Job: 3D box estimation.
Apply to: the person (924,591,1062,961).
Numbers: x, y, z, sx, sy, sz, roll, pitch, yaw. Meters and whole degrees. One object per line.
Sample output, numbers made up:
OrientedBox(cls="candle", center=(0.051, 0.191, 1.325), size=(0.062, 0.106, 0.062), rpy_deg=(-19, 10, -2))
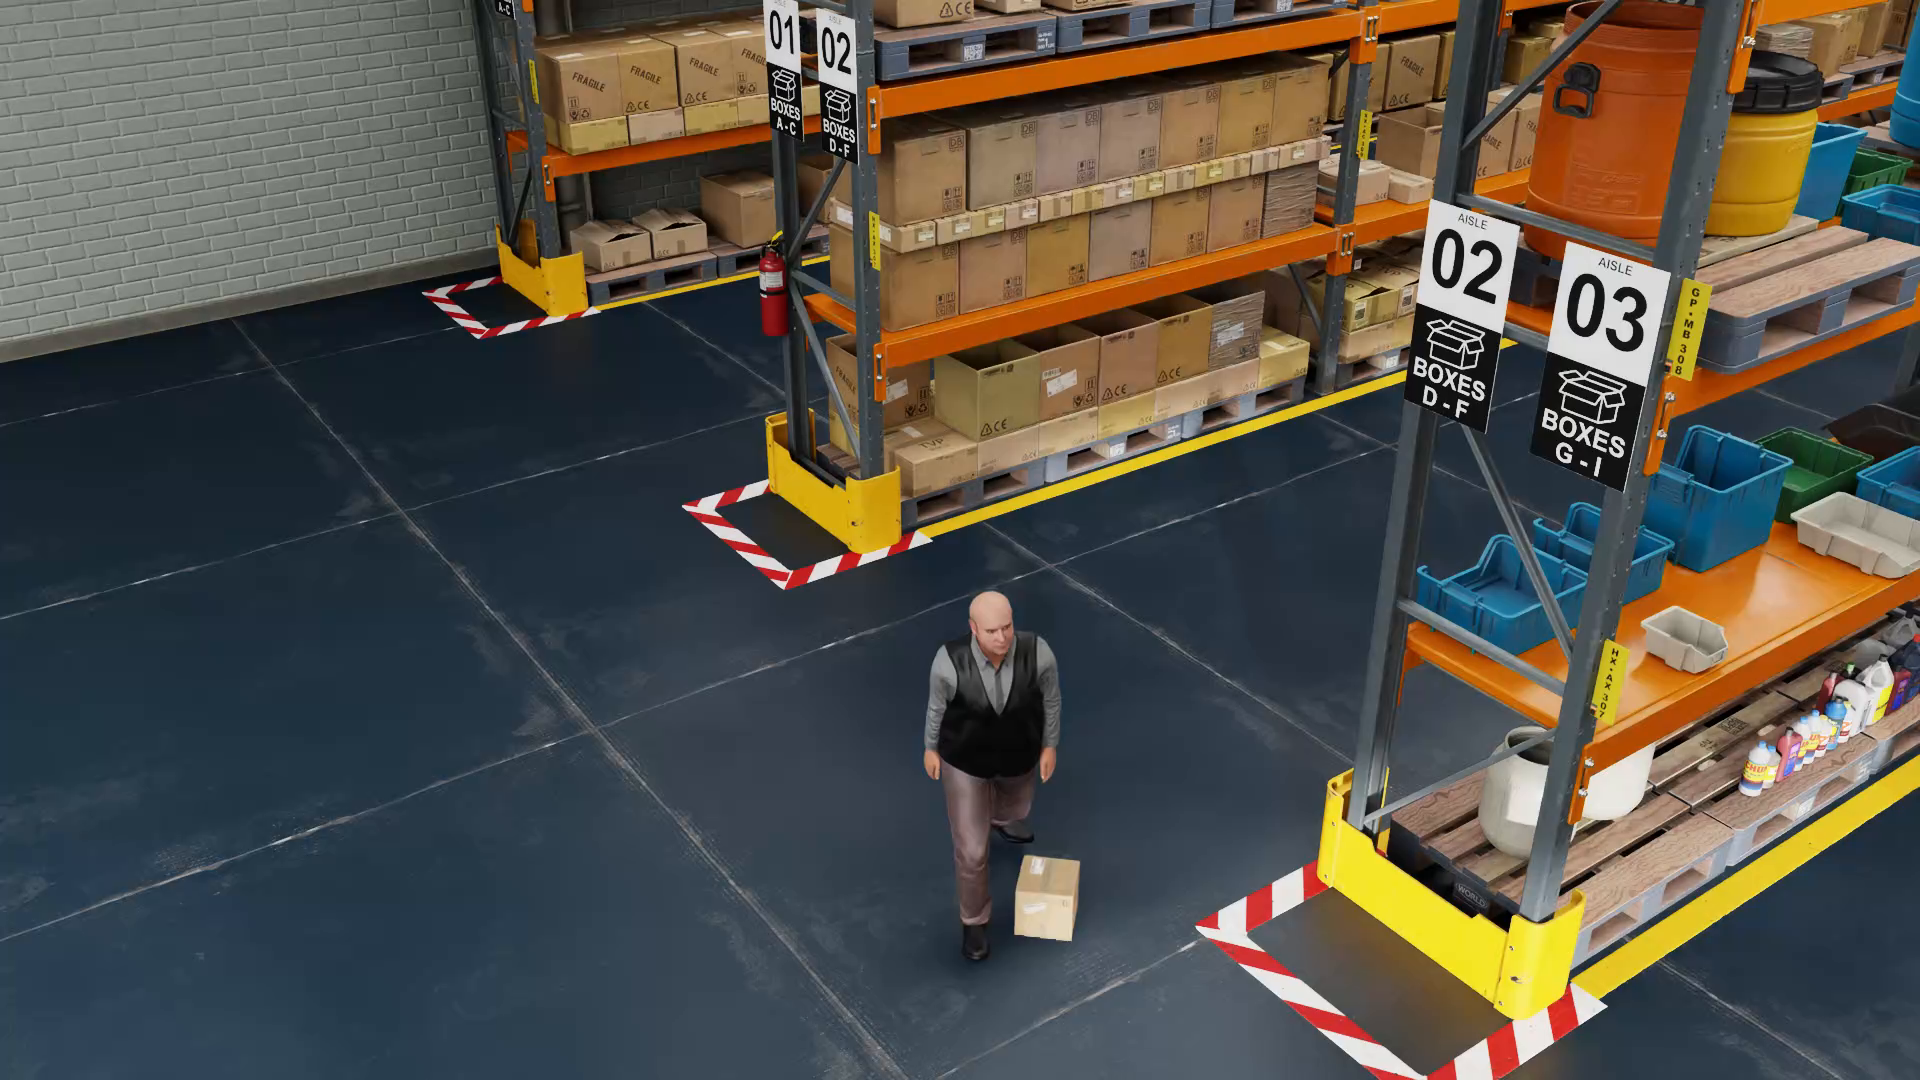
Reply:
OrientedBox(cls="person", center=(0.127, 0.869, 7.076), size=(0.564, 1.670, 0.904), rpy_deg=(-6, 29, -11))
